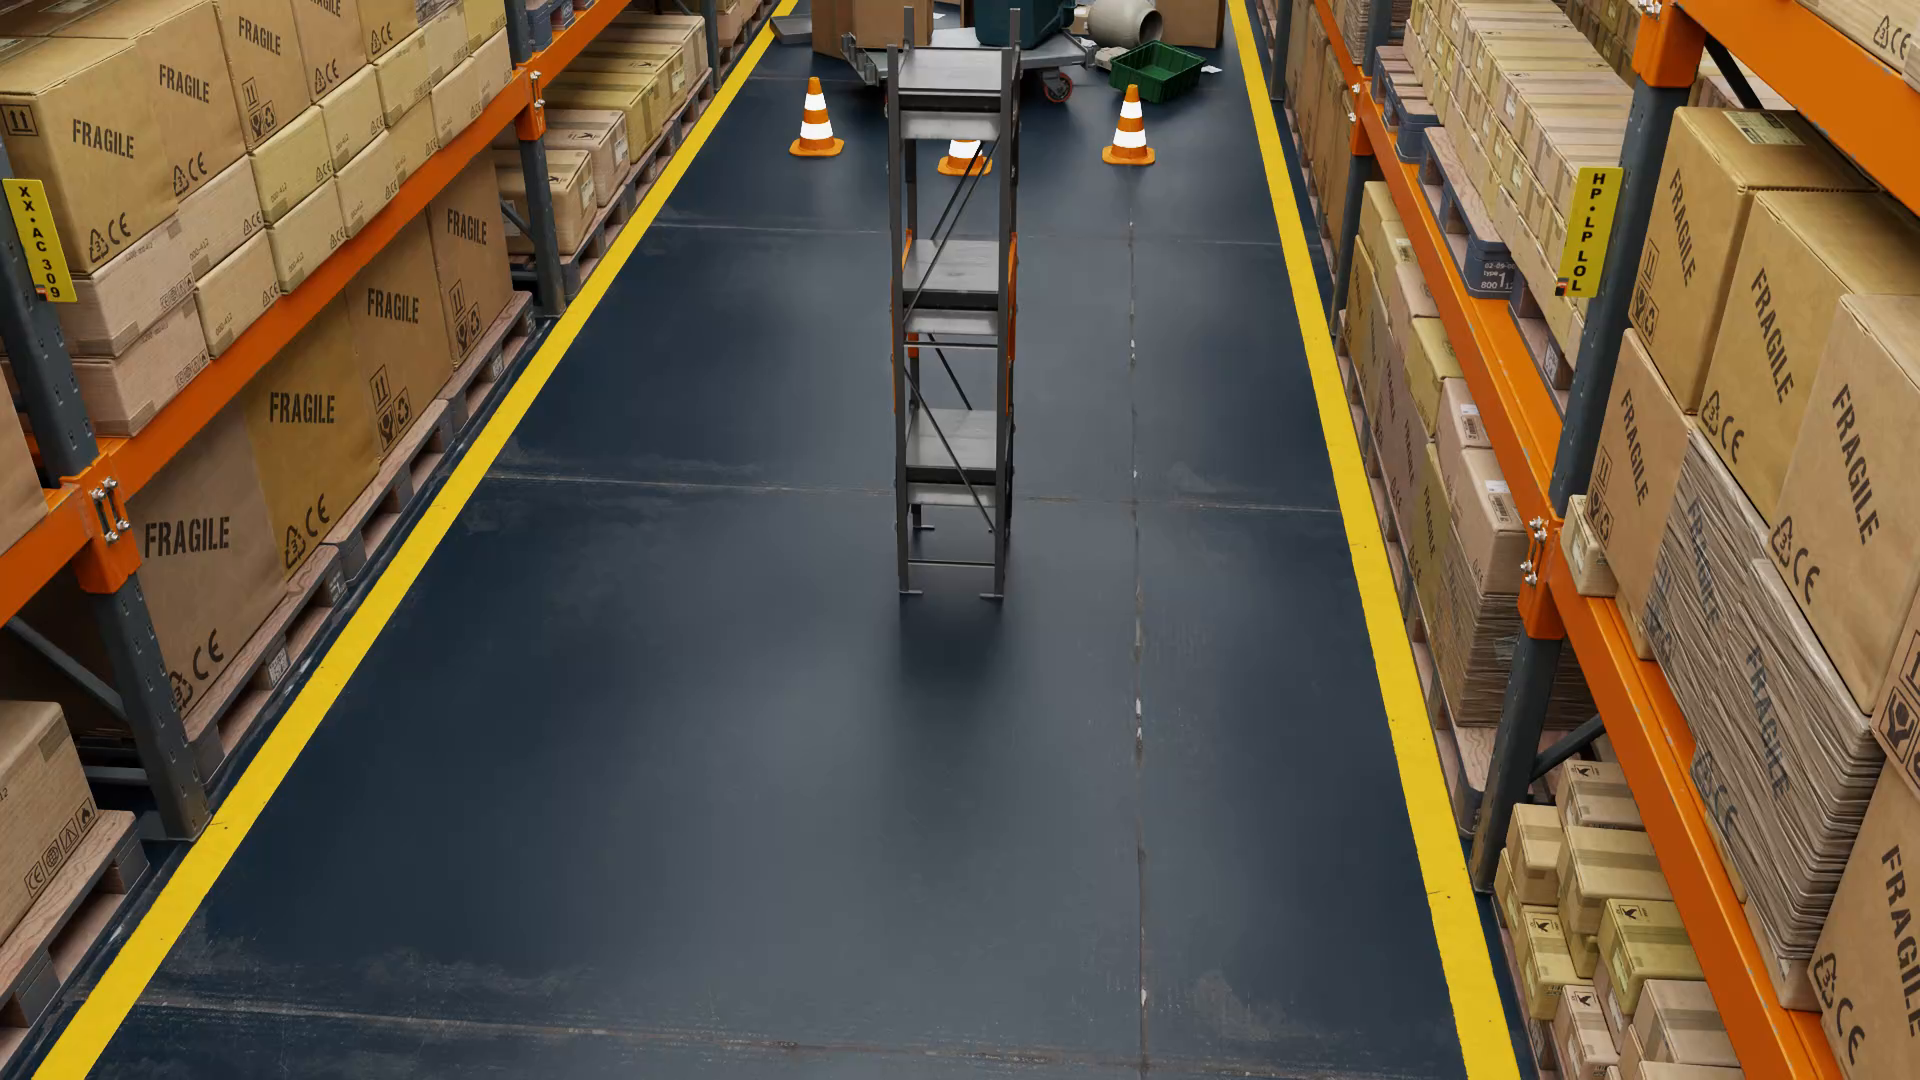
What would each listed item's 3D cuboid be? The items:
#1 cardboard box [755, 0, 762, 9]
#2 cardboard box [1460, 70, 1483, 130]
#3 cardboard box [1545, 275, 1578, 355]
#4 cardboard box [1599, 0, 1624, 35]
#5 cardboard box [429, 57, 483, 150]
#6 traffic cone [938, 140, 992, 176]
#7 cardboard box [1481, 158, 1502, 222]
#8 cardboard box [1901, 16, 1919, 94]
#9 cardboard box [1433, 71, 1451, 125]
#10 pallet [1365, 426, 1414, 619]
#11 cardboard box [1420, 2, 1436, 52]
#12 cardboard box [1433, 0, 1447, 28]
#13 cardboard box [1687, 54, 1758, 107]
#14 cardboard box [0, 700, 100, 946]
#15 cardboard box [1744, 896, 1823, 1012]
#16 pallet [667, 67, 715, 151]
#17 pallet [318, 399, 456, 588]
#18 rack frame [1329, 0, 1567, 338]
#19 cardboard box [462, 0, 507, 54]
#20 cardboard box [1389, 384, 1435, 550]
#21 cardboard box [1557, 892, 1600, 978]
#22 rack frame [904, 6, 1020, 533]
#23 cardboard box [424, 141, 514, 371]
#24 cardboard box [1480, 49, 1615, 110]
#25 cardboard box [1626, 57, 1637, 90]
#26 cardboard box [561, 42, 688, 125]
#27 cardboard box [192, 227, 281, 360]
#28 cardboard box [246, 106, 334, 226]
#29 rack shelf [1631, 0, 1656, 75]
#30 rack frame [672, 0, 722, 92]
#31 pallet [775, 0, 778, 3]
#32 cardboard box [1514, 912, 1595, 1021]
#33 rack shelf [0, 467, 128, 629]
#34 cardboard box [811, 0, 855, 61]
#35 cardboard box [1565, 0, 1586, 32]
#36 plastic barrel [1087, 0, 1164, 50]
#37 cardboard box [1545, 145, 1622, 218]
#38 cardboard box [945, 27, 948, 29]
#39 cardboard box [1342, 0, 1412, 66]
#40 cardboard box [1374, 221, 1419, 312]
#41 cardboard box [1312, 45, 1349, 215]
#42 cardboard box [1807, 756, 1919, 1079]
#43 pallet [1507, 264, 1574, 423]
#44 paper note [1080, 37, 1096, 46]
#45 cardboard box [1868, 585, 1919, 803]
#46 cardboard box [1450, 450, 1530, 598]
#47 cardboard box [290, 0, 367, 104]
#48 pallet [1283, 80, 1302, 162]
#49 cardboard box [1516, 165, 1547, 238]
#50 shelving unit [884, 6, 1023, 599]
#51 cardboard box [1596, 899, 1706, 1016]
[{"bbox_3d":[-1.845,-4.423,13.288,0.500,0.250,0.500,2,32,3],"label":"cardboard box"},{"bbox_3d":[2.039,-1.591,6.028,0.380,0.149,0.250,2,32,4],"label":"cardboard box"},{"bbox_3d":[1.911,-0.642,4.773,0.380,0.149,0.250,3,32,4],"label":"cardboard box"},{"bbox_3d":[2.755,-2.091,6.556,0.380,0.149,0.250,3,32,5],"label":"cardboard box"},{"bbox_3d":[-2.369,-1.862,7.055,0.500,0.250,0.500,3,32,5],"label":"cardboard box"},{"bbox_3d":[0.033,-2.578,10.492,0.336,0.463,0.334,2,32,4],"label":"traffic cone"},{"bbox_3d":[1.994,-1.188,5.658,0.380,0.149,0.250,4,32,6],"label":"cardboard box"},{"bbox_3d":[1.662,-0.667,2.257,0.500,0.250,0.500,4,32,6],"label":"cardboard box"},{"bbox_3d":[2.080,-1.734,6.544,0.380,0.149,0.250,4,32,6],"label":"cardboard box"},{"bbox_3d":[2.215,-0.078,6.676,1.003,0.211,1.213,2,32,4],"label":"pallet"},{"bbox_3d":[2.122,-2.123,6.891,0.380,0.149,0.250,4,32,6],"label":"cardboard box"},{"bbox_3d":[2.107,-2.133,6.625,0.380,0.149,0.250,2,32,4],"label":"cardboard box"},{"bbox_3d":[2.669,-1.547,5.674,0.380,0.149,0.250,3,32,5],"label":"cardboard box"},{"bbox_3d":[-3.044,0.858,4.540,0.875,0.438,0.875,2,32,3],"label":"cardboard box"},{"bbox_3d":[1.648,0.713,2.973,0.380,0.149,0.250,4,32,6],"label":"cardboard box"},{"bbox_3d":[-2.297,-2.966,11.362,1.003,0.211,1.213,2,32,4],"label":"pallet"},{"bbox_3d":[-2.802,-0.236,6.933,1.003,0.211,1.213,2,32,4],"label":"pallet"},{"bbox_3d":[2.382,-2.310,7.640,1.000,3.000,0.127,2,32,4],"label":"rack frame"},{"bbox_3d":[-2.346,-2.354,7.377,0.500,0.250,0.500,2,32,4],"label":"cardboard box"},{"bbox_3d":[1.953,-0.267,6.307,0.500,0.500,0.500,2,32,3],"label":"cardboard box"},{"bbox_3d":[1.776,1.002,4.299,0.380,0.149,0.250,3,32,4],"label":"cardboard box"},{"bbox_3d":[0.006,-0.935,6.266,0.400,2.100,0.015,2,32,4],"label":"rack frame"},{"bbox_3d":[-2.699,-1.385,7.764,0.875,0.875,0.875,2,32,4],"label":"cardboard box"},{"bbox_3d":[2.021,-1.584,5.734,0.380,0.149,0.250,2,32,3],"label":"cardboard box"},{"bbox_3d":[2.713,-1.693,6.193,0.380,0.149,0.250,2,32,4],"label":"cardboard box"},{"bbox_3d":[-2.330,-2.970,10.815,0.950,0.372,0.625,4,32,7],"label":"cardboard box"},{"bbox_3d":[-2.546,-0.803,5.337,0.500,0.250,0.500,2,32,3],"label":"cardboard box"},{"bbox_3d":[-2.487,-1.281,5.636,0.500,0.250,0.500,3,32,5],"label":"cardboard box"},{"bbox_3d":[2.219,-2.235,5.344,1.077,0.370,4.000,2,32,4],"label":"rack shelf"},{"bbox_3d":[-2.235,-4.560,11.291,1.000,3.000,0.127,2,32,4],"label":"rack frame"},{"bbox_3d":[-2.017,-5.002,14.665,1.003,0.211,1.213,2,32,4],"label":"pallet"},{"bbox_3d":[1.684,1.132,4.371,0.380,0.149,0.250,3,32,5],"label":"cardboard box"},{"bbox_3d":[-3.049,0.975,2.995,1.077,0.370,4.000,2,32,4],"label":"rack shelf"},{"bbox_3d":[-0.791,-4.000,12.761,0.500,0.500,0.500,27,41,37],"label":"cardboard box"},{"bbox_3d":[2.795,-2.231,7.067,0.380,0.149,0.250,3,32,5],"label":"cardboard box"},{"bbox_3d":[1.271,-3.964,12.778,0.512,0.421,0.421,27,41,37],"label":"plastic barrel"},{"bbox_3d":[1.938,-1.038,4.847,0.380,0.149,0.250,1,32,2],"label":"cardboard box"},{"bbox_3d":[-0.029,-3.731,12.551,0.258,0.266,0.396,-20,37,-29],"label":"cardboard box"},{"bbox_3d":[2.151,-2.600,8.014,0.500,0.500,0.500,2,32,4],"label":"cardboard box"},{"bbox_3d":[2.043,-1.129,6.990,0.500,0.250,0.500,2,32,3],"label":"cardboard box"},{"bbox_3d":[2.589,-2.303,9.372,1.050,0.750,0.750,3,32,5],"label":"cardboard box"},{"bbox_3d":[1.640,0.663,2.436,0.500,0.500,0.500,4,32,6],"label":"cardboard box"},{"bbox_3d":[2.263,-0.530,4.934,1.003,0.211,1.213,2,32,4],"label":"pallet"},{"bbox_3d":[0.994,-3.923,13.094,0.172,0.023,0.155,14,34,21],"label":"paper note"},{"bbox_3d":[1.634,0.214,2.211,0.500,0.500,0.500,1,32,2],"label":"cardboard box"},{"bbox_3d":[1.865,-0.053,5.244,0.500,0.250,0.500,2,32,3],"label":"cardboard box"},{"bbox_3d":[-2.471,-1.863,5.866,0.500,0.500,0.500,2,32,3],"label":"cardboard box"},{"bbox_3d":[2.719,-2.808,11.105,1.003,0.211,1.213,2,32,4],"label":"pallet"},{"bbox_3d":[1.953,-1.044,5.141,0.380,0.149,0.250,1,32,2],"label":"cardboard box"},{"bbox_3d":[-0.013,-0.807,6.059,0.431,2.100,0.503,2,32,4],"label":"shelving unit"},{"bbox_3d":[1.768,1.010,4.002,0.380,0.149,0.250,2,32,3],"label":"cardboard box"}]
